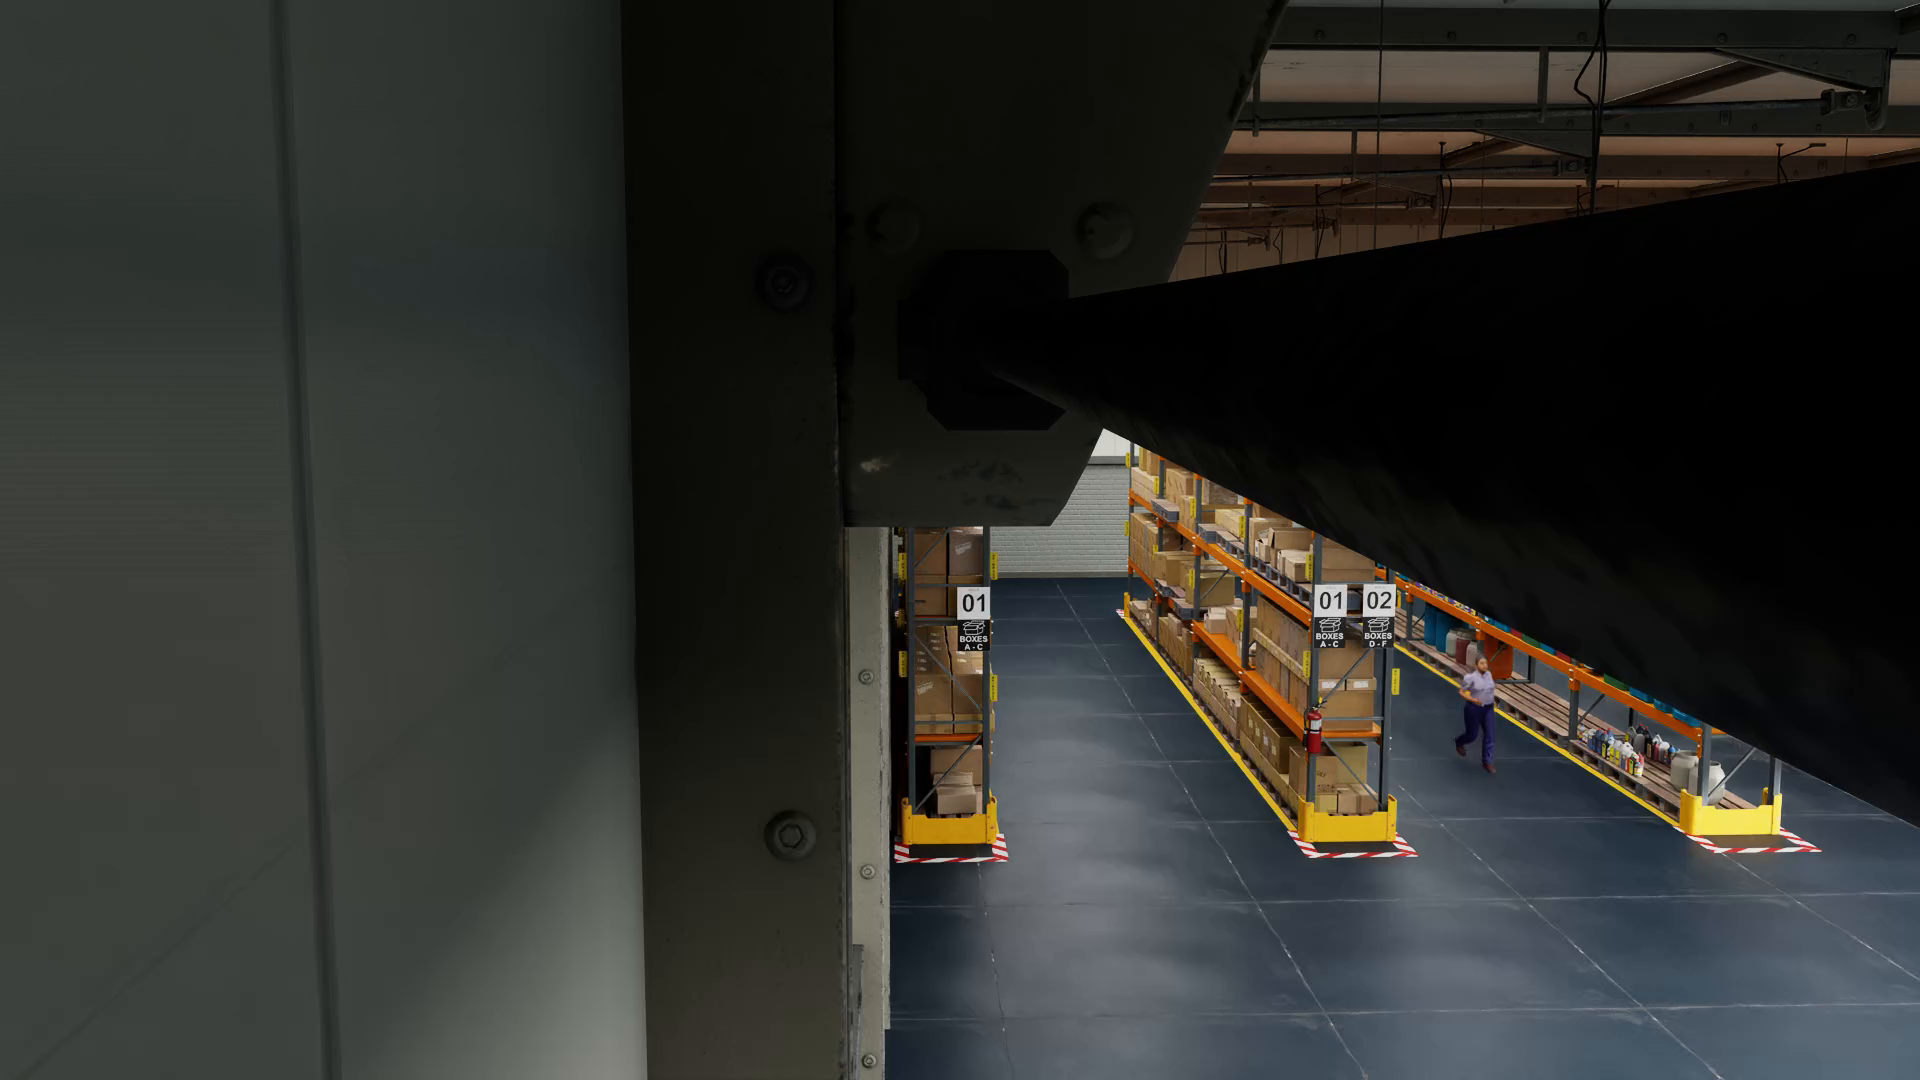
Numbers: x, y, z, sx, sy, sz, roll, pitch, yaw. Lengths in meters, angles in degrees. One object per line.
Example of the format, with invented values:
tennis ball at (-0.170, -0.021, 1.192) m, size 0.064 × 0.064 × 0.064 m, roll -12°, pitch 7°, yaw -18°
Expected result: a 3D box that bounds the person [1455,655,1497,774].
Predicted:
person at (7.454, 2.467, 23.925) m, size 0.614 × 1.646 × 0.900 m, roll -2°, pitch 7°, yaw -12°
